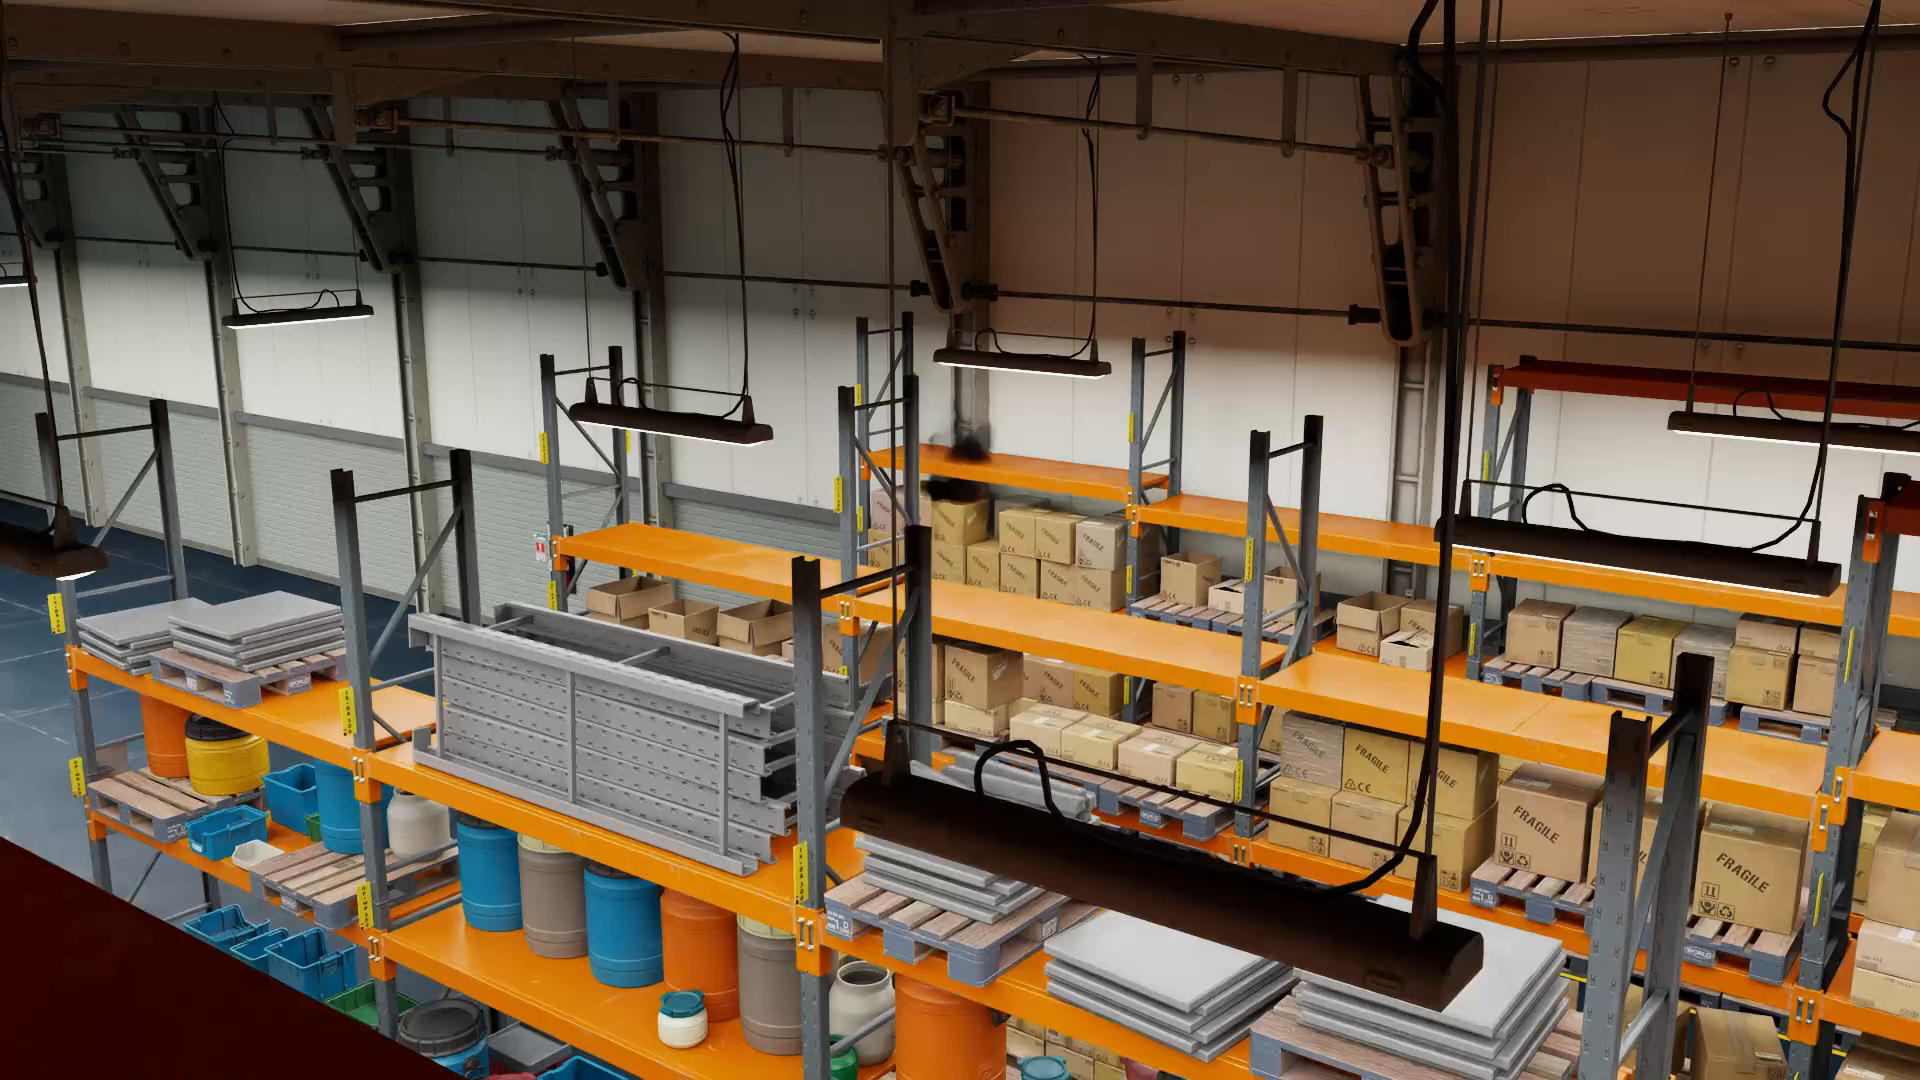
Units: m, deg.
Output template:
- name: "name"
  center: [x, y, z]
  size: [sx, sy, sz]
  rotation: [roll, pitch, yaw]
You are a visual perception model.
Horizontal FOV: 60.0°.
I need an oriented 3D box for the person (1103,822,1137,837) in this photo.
- name: "person"
  center: [1.506, 3.465, 16.377]
  size: [0.852, 1.790, 0.670]
  rotation: [11, 17, 40]
